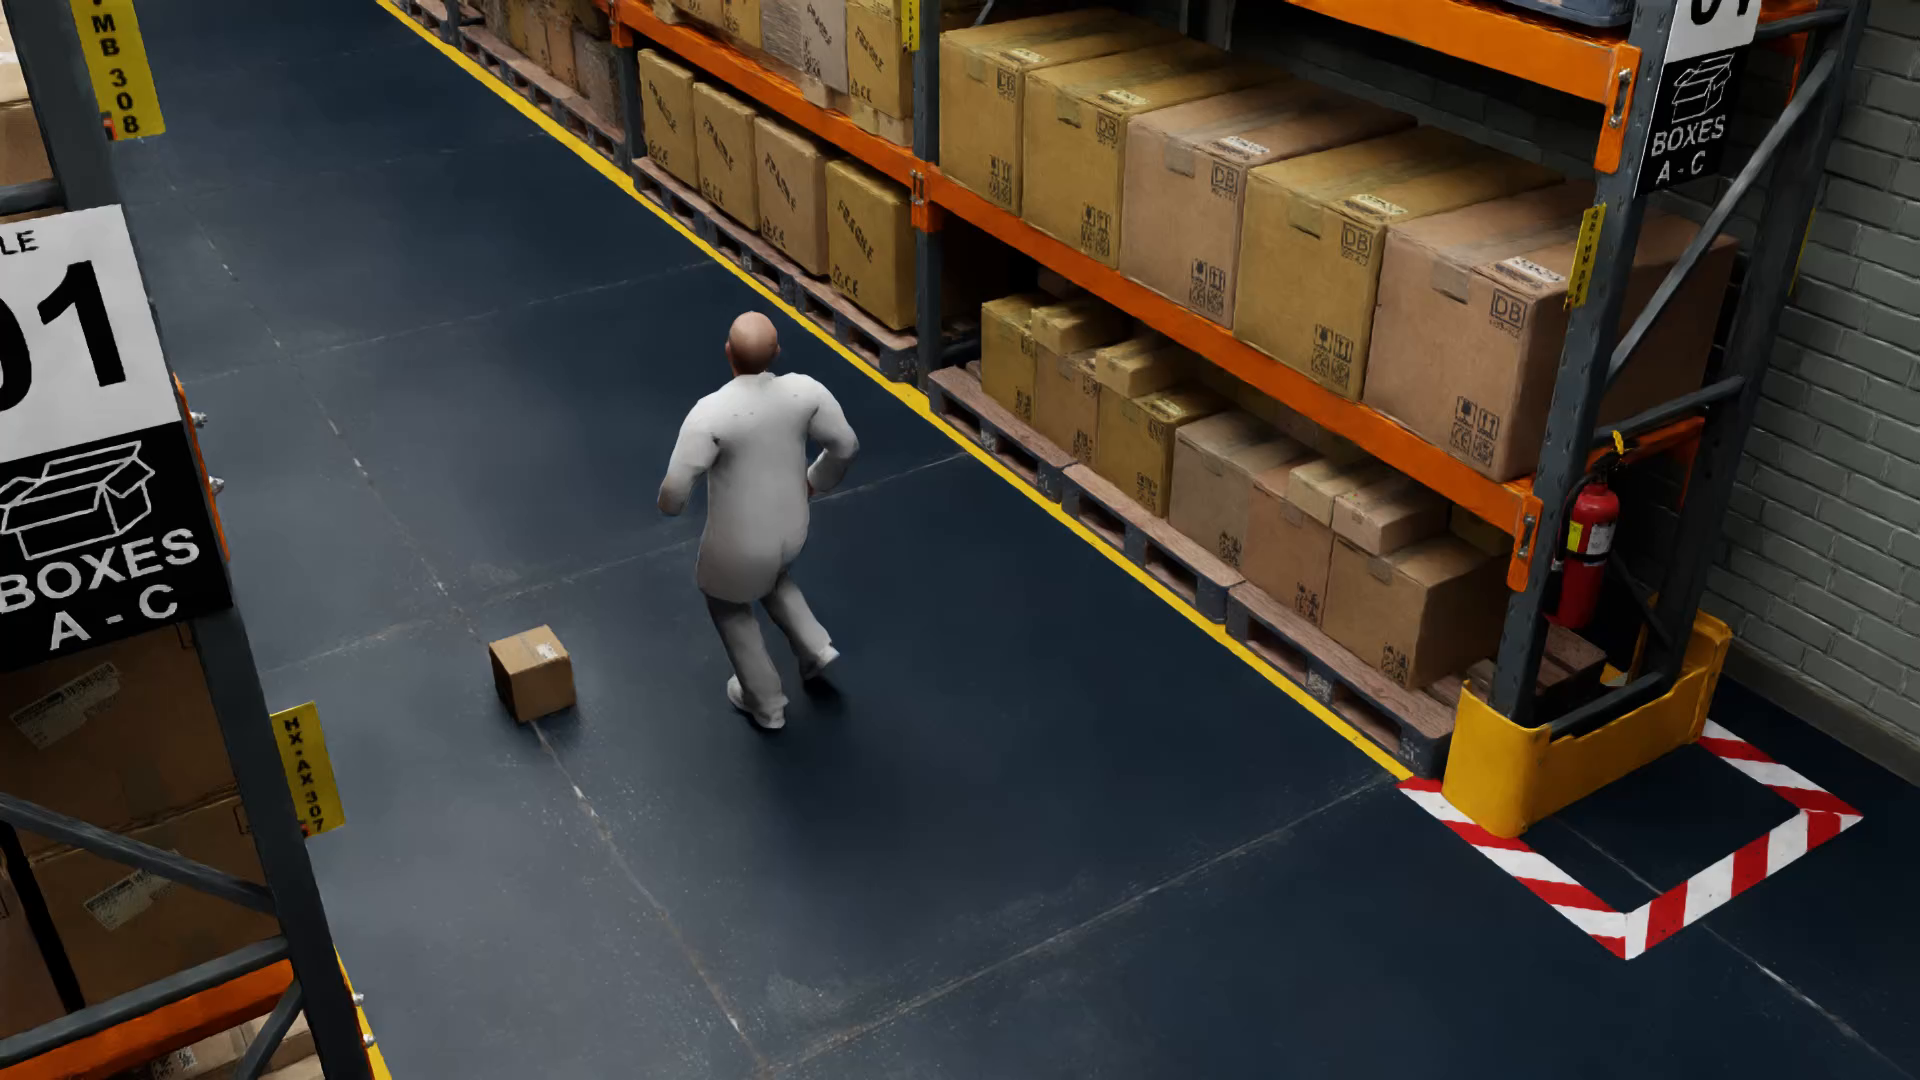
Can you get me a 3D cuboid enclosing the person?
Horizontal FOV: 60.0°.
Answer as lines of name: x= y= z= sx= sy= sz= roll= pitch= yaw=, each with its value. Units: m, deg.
person: x=-0.793 y=-0.062 z=6.281 sx=0.764 sy=1.743 sz=0.535 roll=-27 pitch=41 yaw=-35
